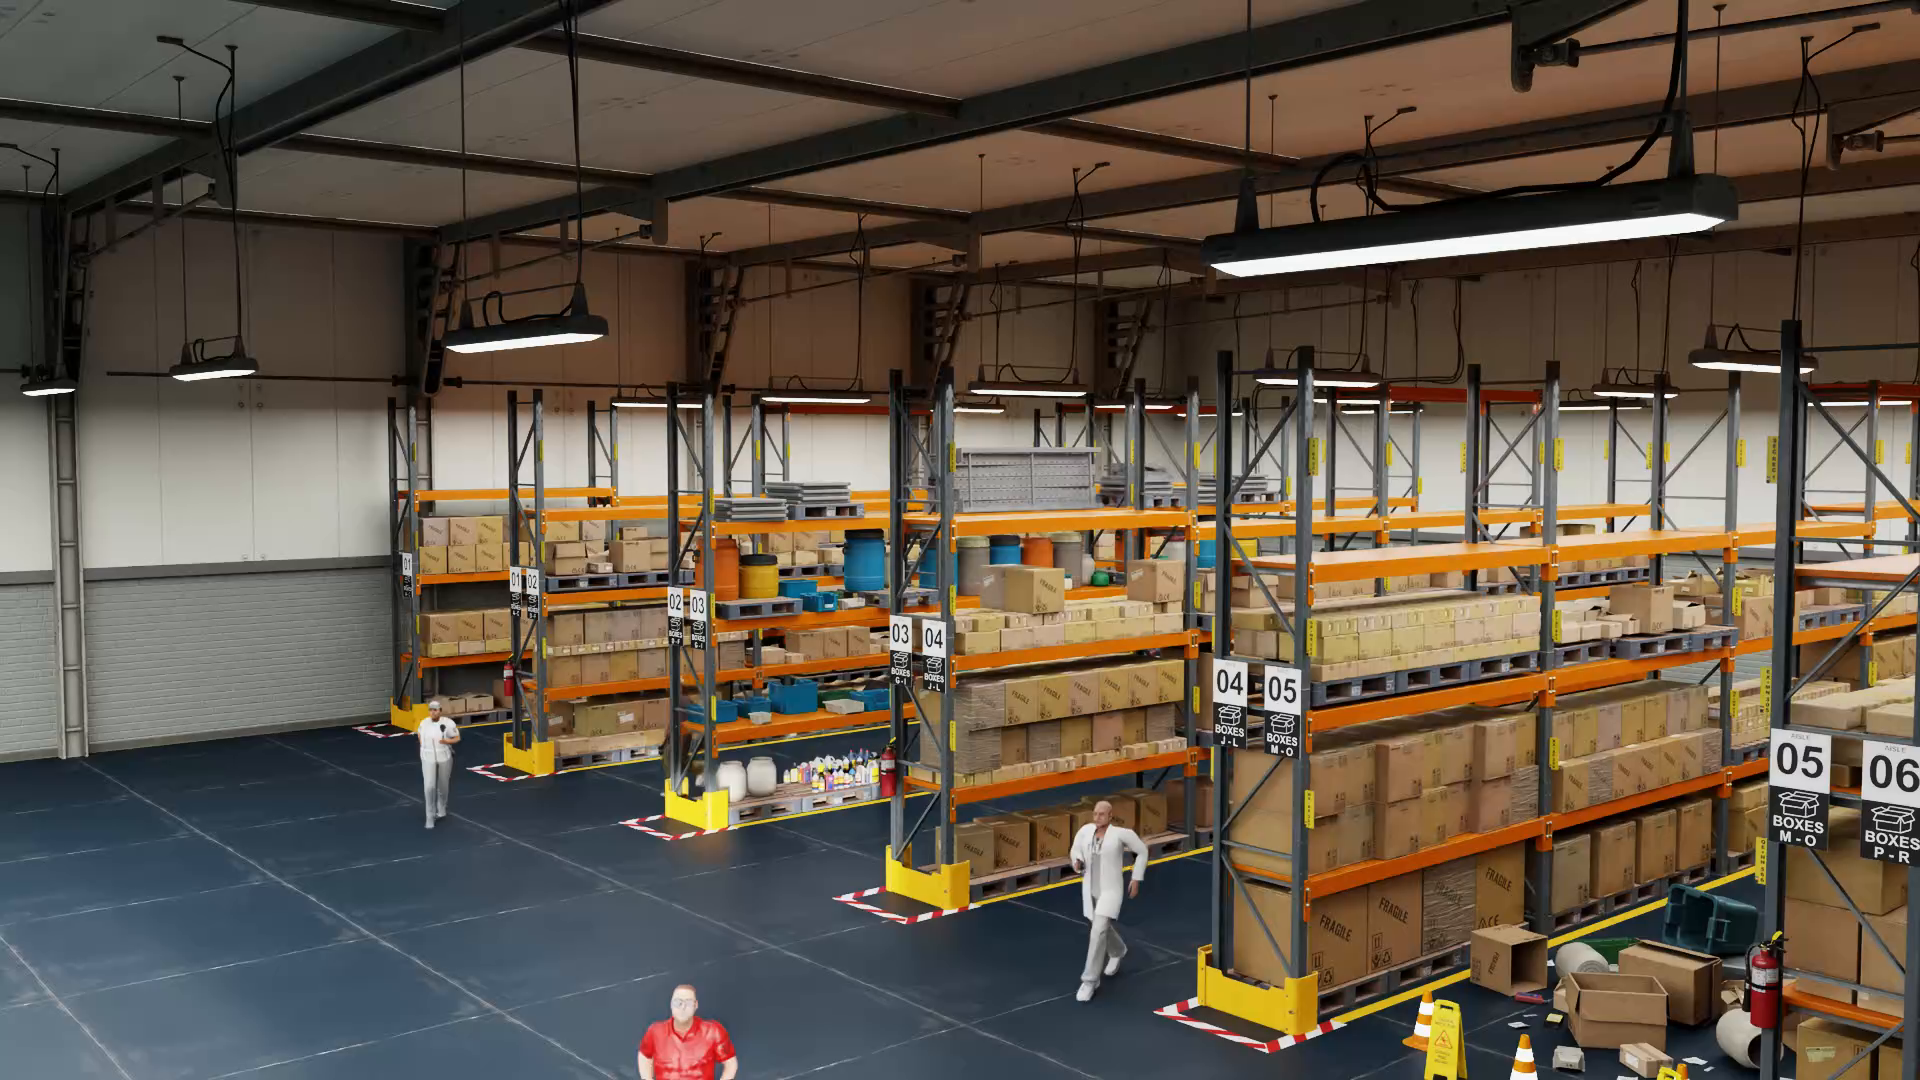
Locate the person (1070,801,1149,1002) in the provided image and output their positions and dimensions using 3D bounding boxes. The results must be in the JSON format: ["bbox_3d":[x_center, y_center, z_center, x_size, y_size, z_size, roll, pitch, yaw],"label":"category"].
[{"bbox_3d":[1.369,3.355,15.770,0.737,1.799,1.030,3,4,37],"label":"person"}]

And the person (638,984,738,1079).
[{"bbox_3d":[-1.759,3.715,10.754,0.645,1.721,1.007,-1,3,-9],"label":"person"}]

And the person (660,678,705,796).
[{"bbox_3d":[-4.048,2.889,24.463,0.726,1.753,0.737,-2,4,-31],"label":"person"}]

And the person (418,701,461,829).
[{"bbox_3d":[-7.074,3.031,22.596,0.576,1.734,0.764,-1,3,-13],"label":"person"}]
